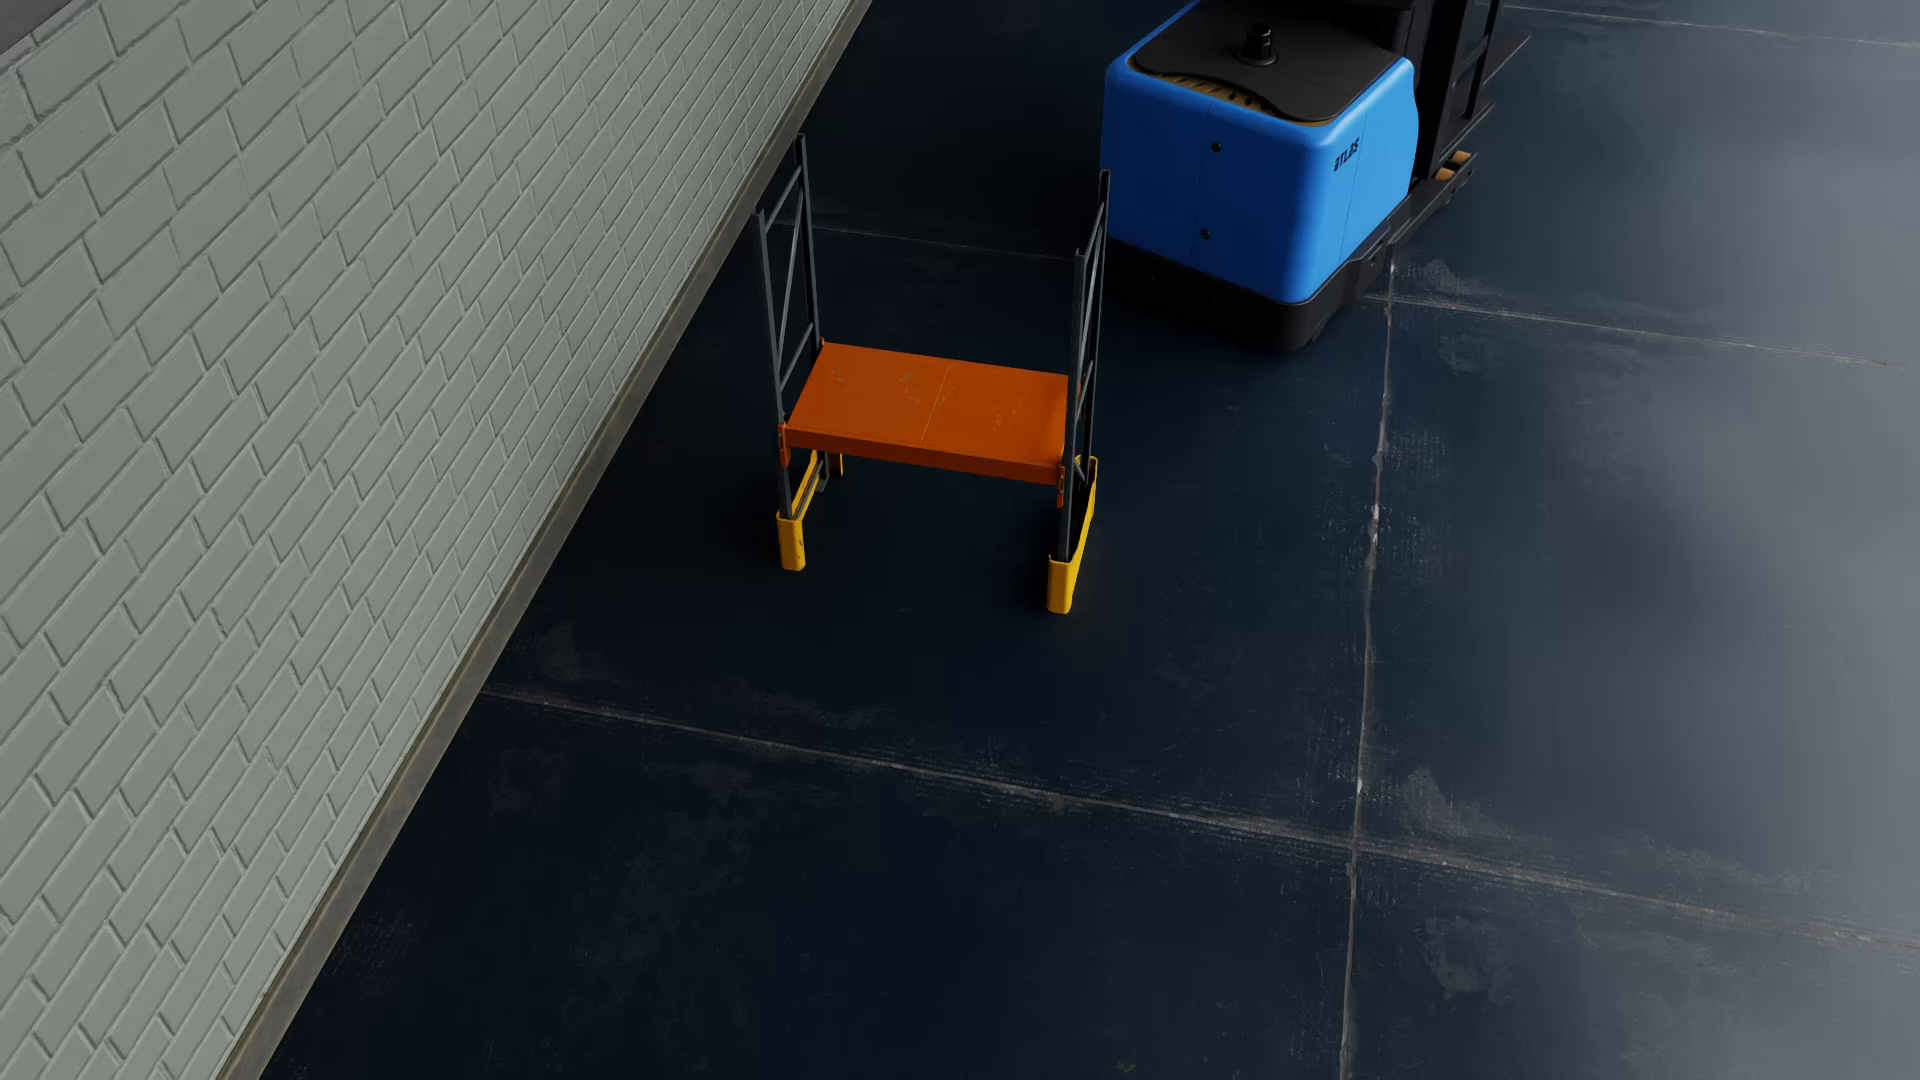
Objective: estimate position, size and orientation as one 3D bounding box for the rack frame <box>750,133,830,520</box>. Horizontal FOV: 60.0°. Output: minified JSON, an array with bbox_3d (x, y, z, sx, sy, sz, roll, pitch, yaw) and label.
[{"bbox_3d":[-0.579,-0.630,5.823,0.032,1.500,0.500,9,45,9],"label":"rack frame"}]

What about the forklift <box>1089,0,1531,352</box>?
[{"bbox_3d":[1.835,-2.829,7.076,1.130,2.935,3.031,26,50,25],"label":"forklift"}]

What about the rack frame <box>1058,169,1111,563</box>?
[{"bbox_3d":[0.413,-0.476,5.663,0.032,1.500,0.500,9,45,9],"label":"rack frame"}]

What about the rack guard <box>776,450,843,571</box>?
[{"bbox_3d":[-0.560,-0.177,6.254,0.087,0.250,0.587,9,45,9],"label":"rack guard"}]

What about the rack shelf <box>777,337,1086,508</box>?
[{"bbox_3d":[-0.083,-0.424,5.868,1.000,0.185,0.538,9,45,9],"label":"rack shelf"}]

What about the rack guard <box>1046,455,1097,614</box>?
[{"bbox_3d":[0.412,-0.026,6.097,0.087,0.250,0.587,9,45,9],"label":"rack guard"}]

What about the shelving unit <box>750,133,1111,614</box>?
[{"bbox_3d":[-0.074,-0.552,5.742,1.083,1.500,0.587,9,45,9],"label":"shelving unit"}]
